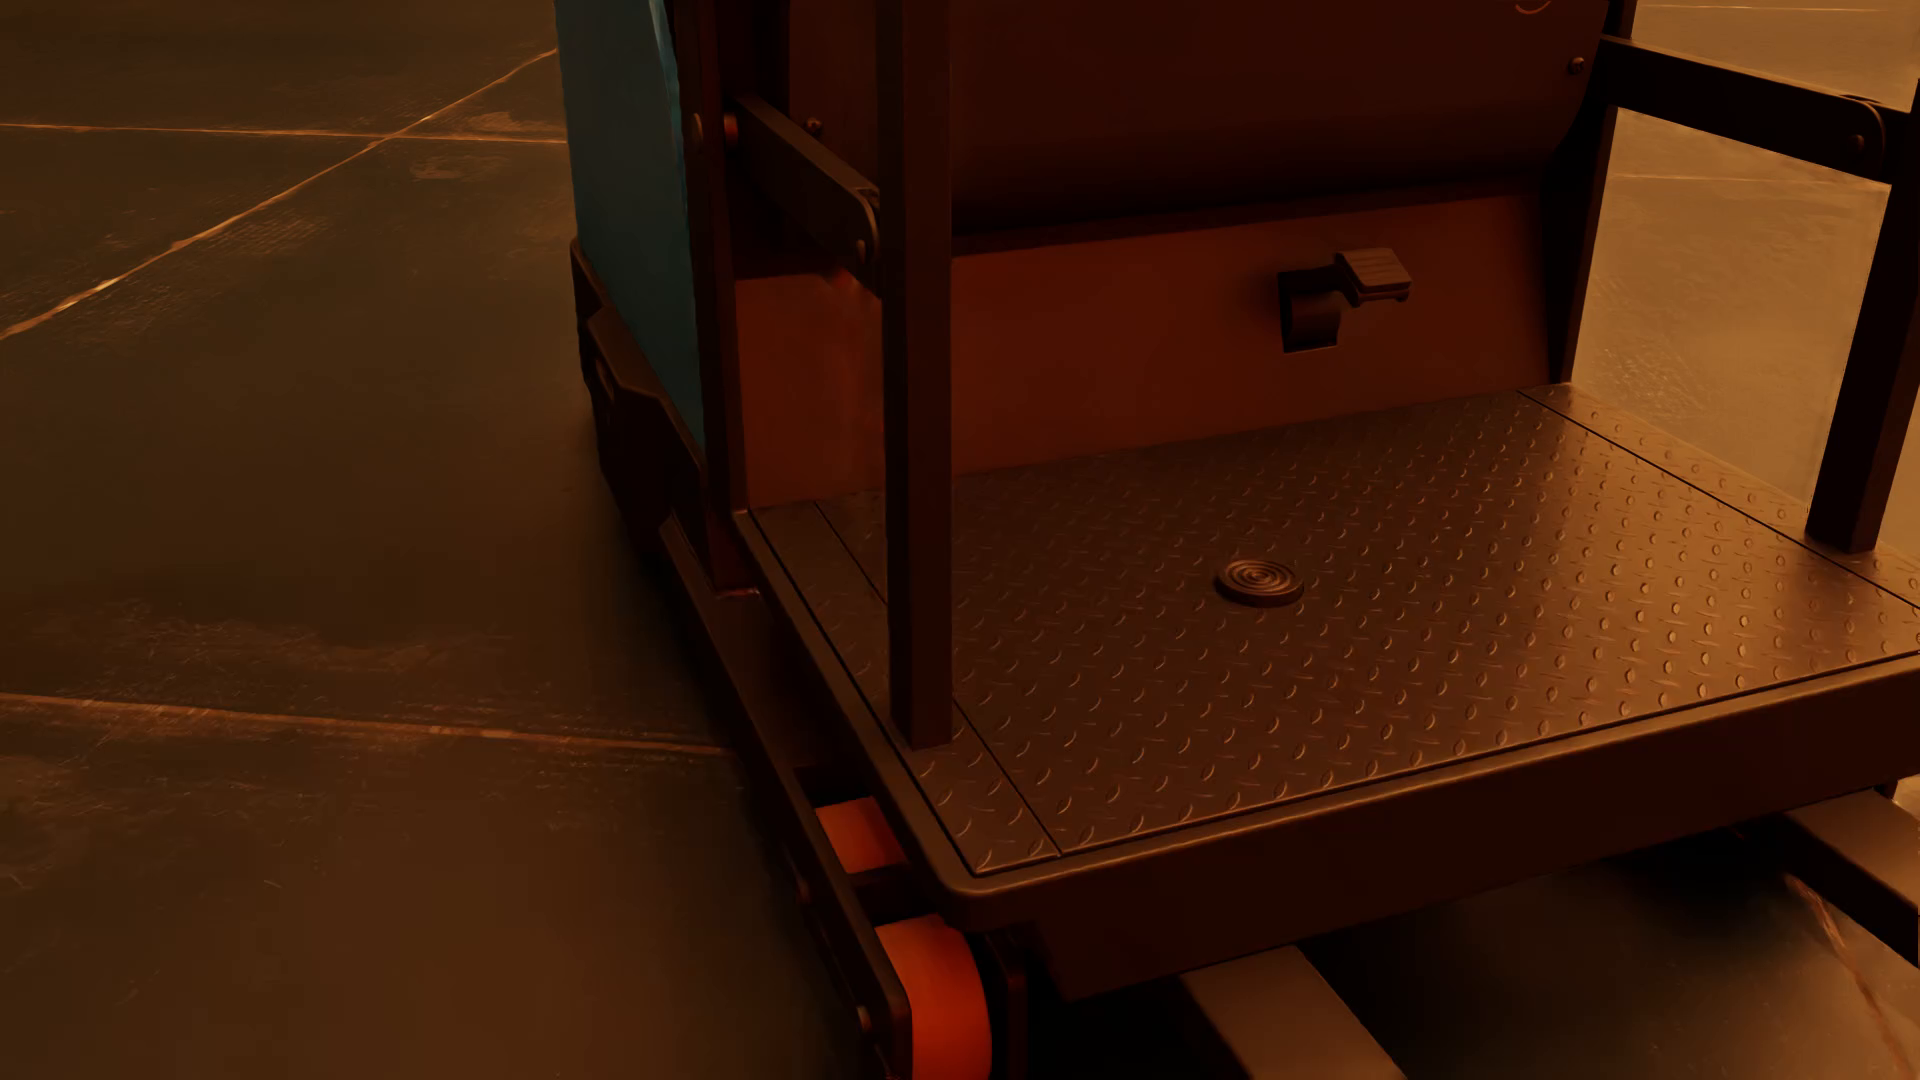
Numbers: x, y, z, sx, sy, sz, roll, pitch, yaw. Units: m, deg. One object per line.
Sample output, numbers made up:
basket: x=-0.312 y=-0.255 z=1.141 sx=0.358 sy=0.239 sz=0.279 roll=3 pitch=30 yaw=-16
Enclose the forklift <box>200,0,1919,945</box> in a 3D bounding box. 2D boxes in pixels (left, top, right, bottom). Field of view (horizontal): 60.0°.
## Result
forklift: x=0.529 y=-1.176 z=1.574 sx=3.031 sy=2.935 sz=1.130 roll=14 pitch=30 yaw=26
